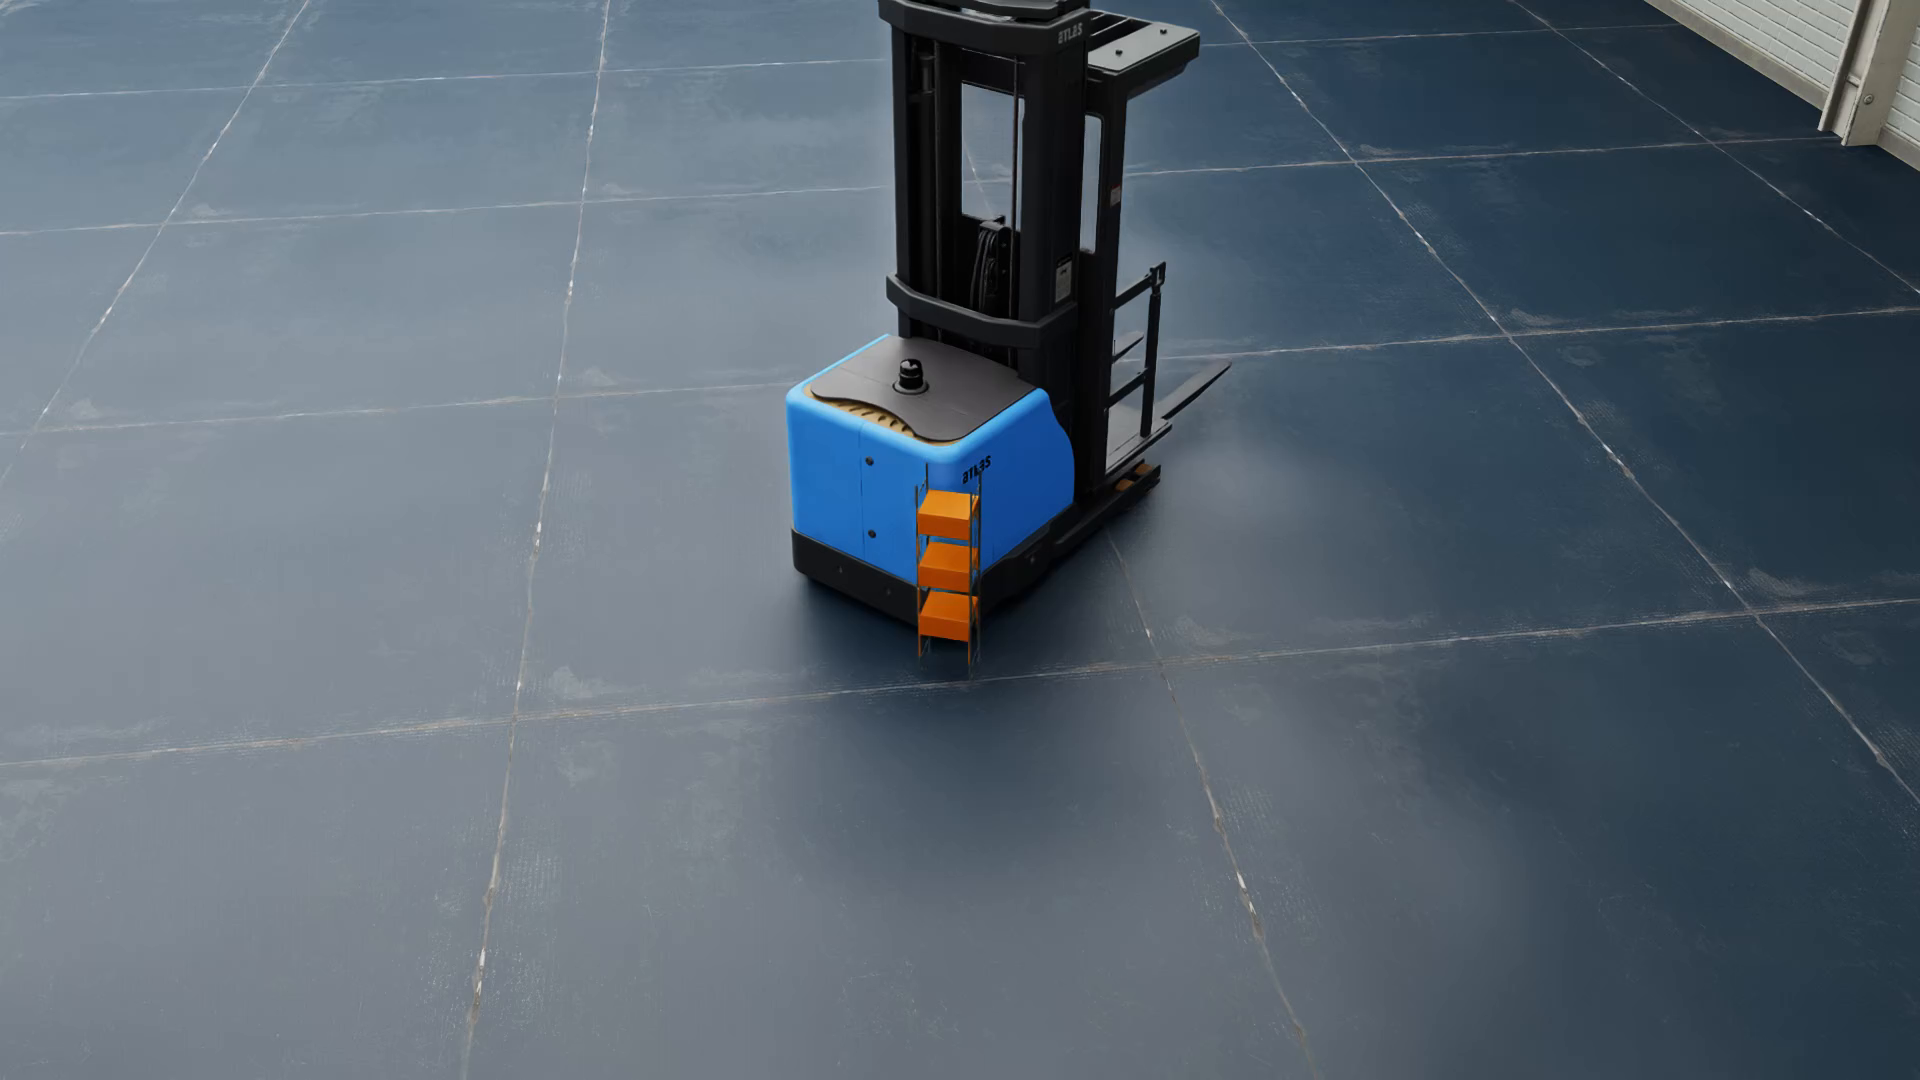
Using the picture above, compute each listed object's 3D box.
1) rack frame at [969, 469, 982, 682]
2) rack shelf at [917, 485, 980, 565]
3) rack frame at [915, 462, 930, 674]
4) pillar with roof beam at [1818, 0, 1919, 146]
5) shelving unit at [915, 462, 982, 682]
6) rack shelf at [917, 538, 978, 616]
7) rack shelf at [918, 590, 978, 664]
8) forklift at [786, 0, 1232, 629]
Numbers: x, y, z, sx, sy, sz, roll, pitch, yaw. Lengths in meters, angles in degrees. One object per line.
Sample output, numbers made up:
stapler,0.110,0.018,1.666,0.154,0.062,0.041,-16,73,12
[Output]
rack frame,0.068,0.176,7.560,0.008,1.050,0.200,8,35,11
rack shelf,-0.050,-0.066,7.430,0.240,0.259,0.215,8,35,11
rack frame,-0.169,0.143,7.607,0.008,1.050,0.200,8,35,11
pillar with roof beam,2.996,-6.693,10.581,9.100,9.000,0.400,-4,35,-6
shelving unit,-0.050,0.160,7.584,0.252,1.050,0.215,8,35,11
rack shelf,-0.050,0.168,7.590,0.240,0.259,0.215,8,35,11
rack shelf,-0.050,0.398,7.746,0.240,0.259,0.215,8,35,11
forklift,0.443,-1.525,8.385,1.130,2.935,3.031,23,40,30
